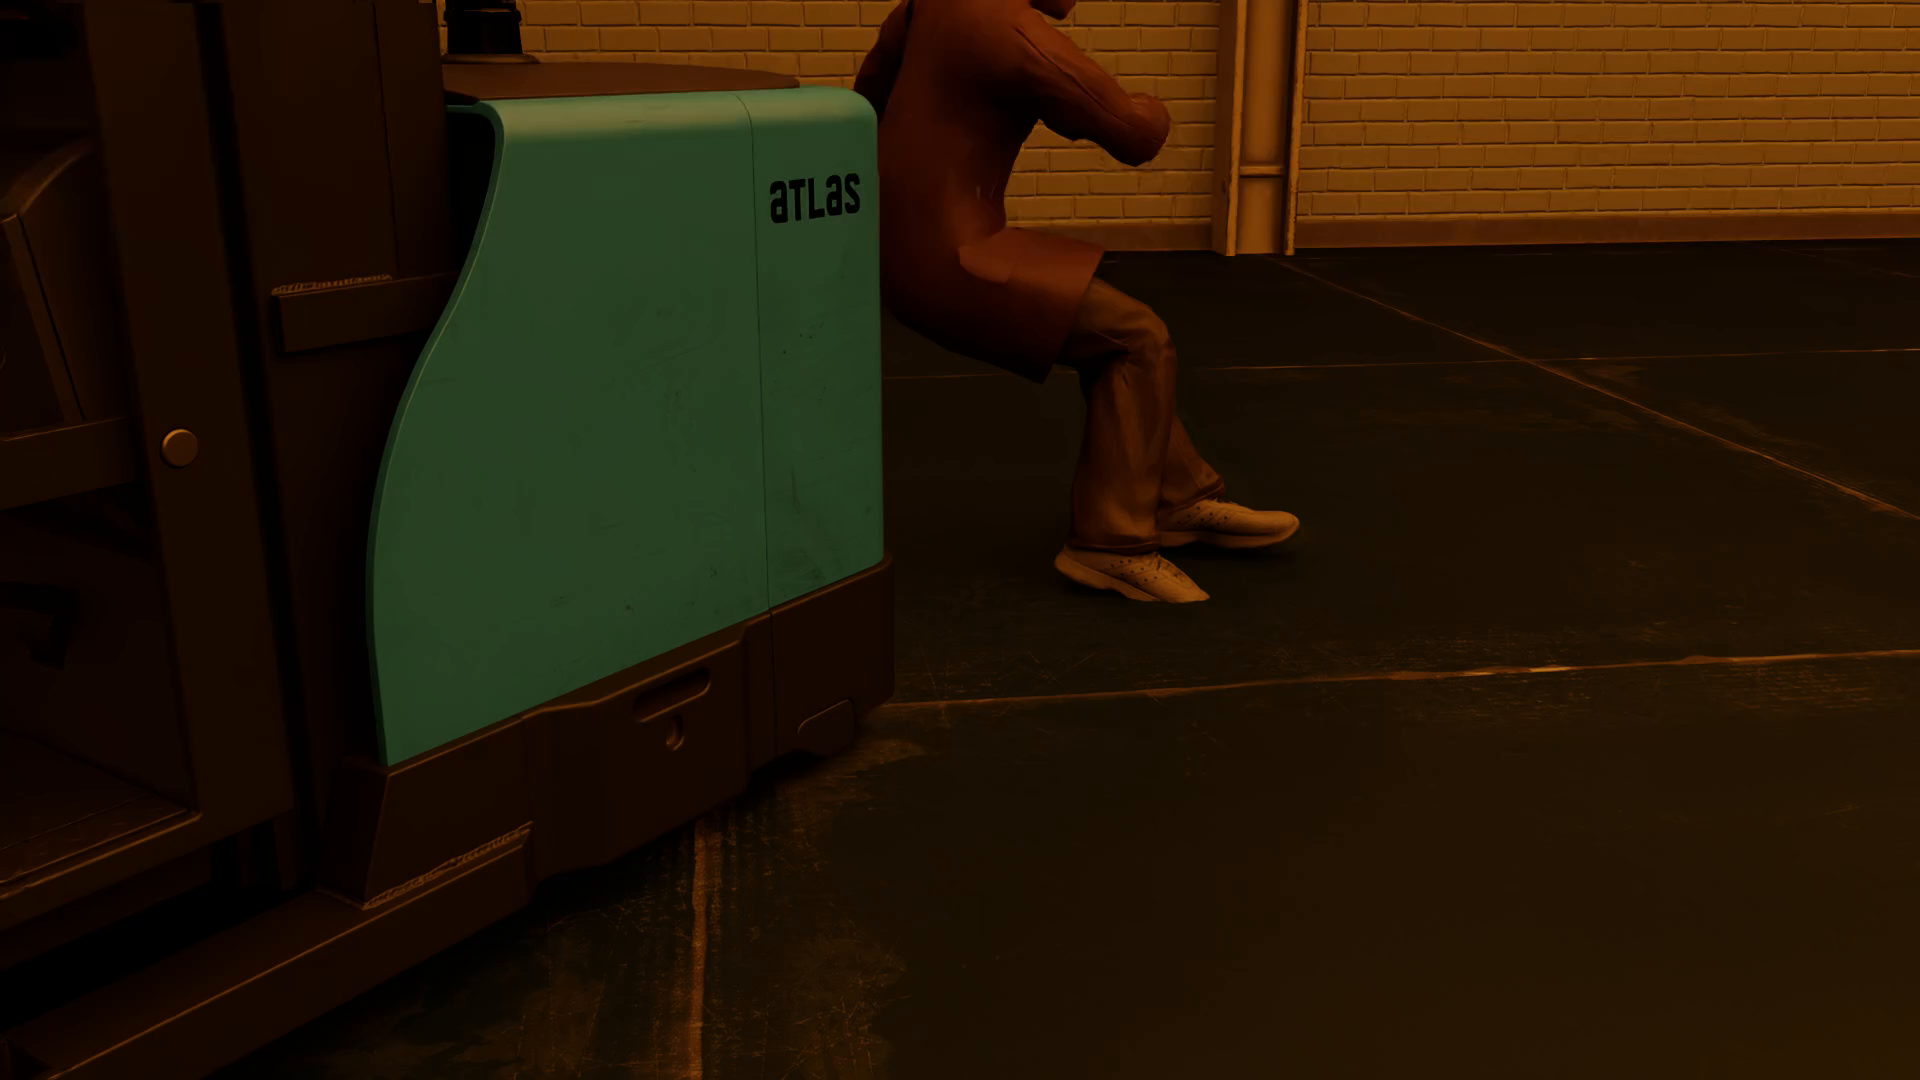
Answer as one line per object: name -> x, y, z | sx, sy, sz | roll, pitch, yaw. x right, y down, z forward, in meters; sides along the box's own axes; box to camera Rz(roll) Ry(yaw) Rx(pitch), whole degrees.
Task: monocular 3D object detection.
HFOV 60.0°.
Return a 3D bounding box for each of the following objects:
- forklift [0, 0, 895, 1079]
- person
forklift -> -1.360, -0.809, 1.571 | 1.130, 2.935, 3.031 | 11, 20, 33
person -> 0.226, -0.677, 3.802 | 1.004, 1.503, 1.111 | -4, 17, -13
